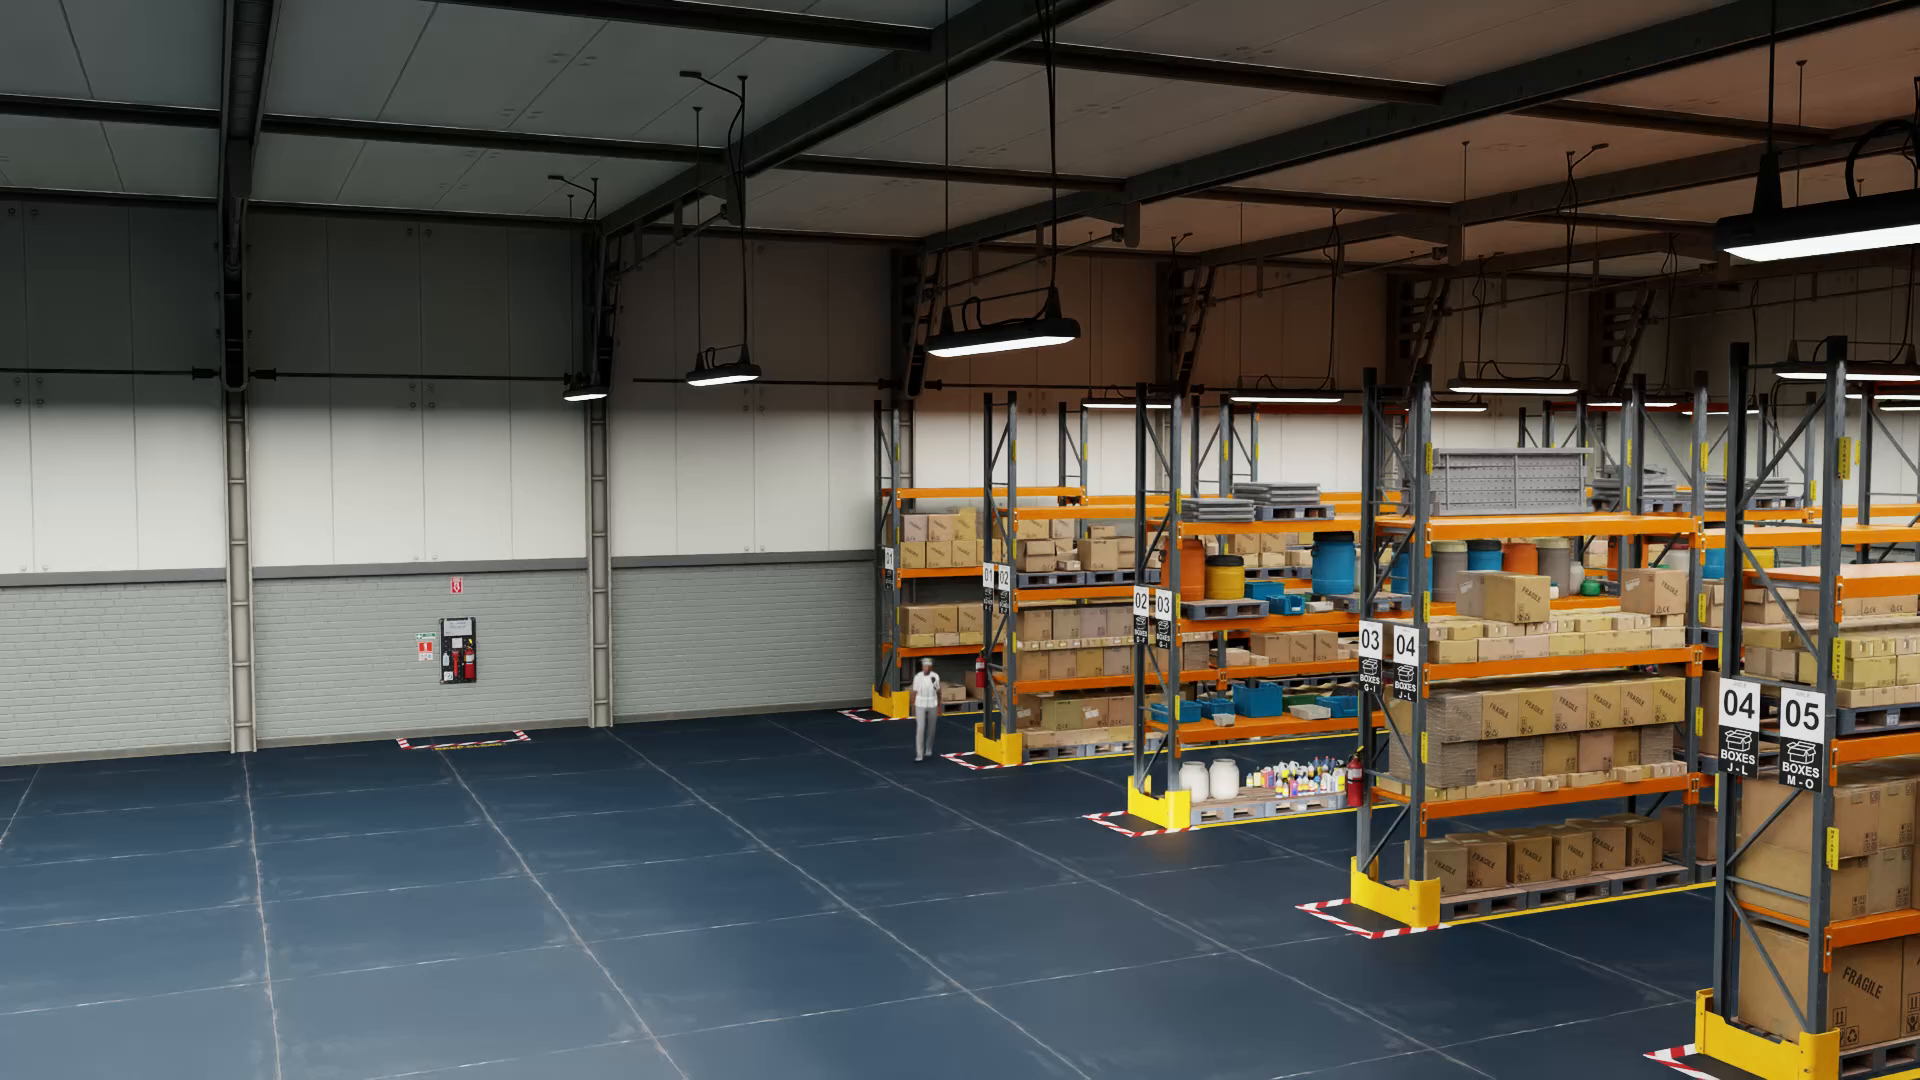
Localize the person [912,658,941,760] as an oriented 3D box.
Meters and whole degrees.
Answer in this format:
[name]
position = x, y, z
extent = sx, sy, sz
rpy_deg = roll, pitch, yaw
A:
[person]
position = -0.550, 2.764, 27.322
extent = 0.479, 1.698, 0.717
rpy_deg = -1, 3, -10
